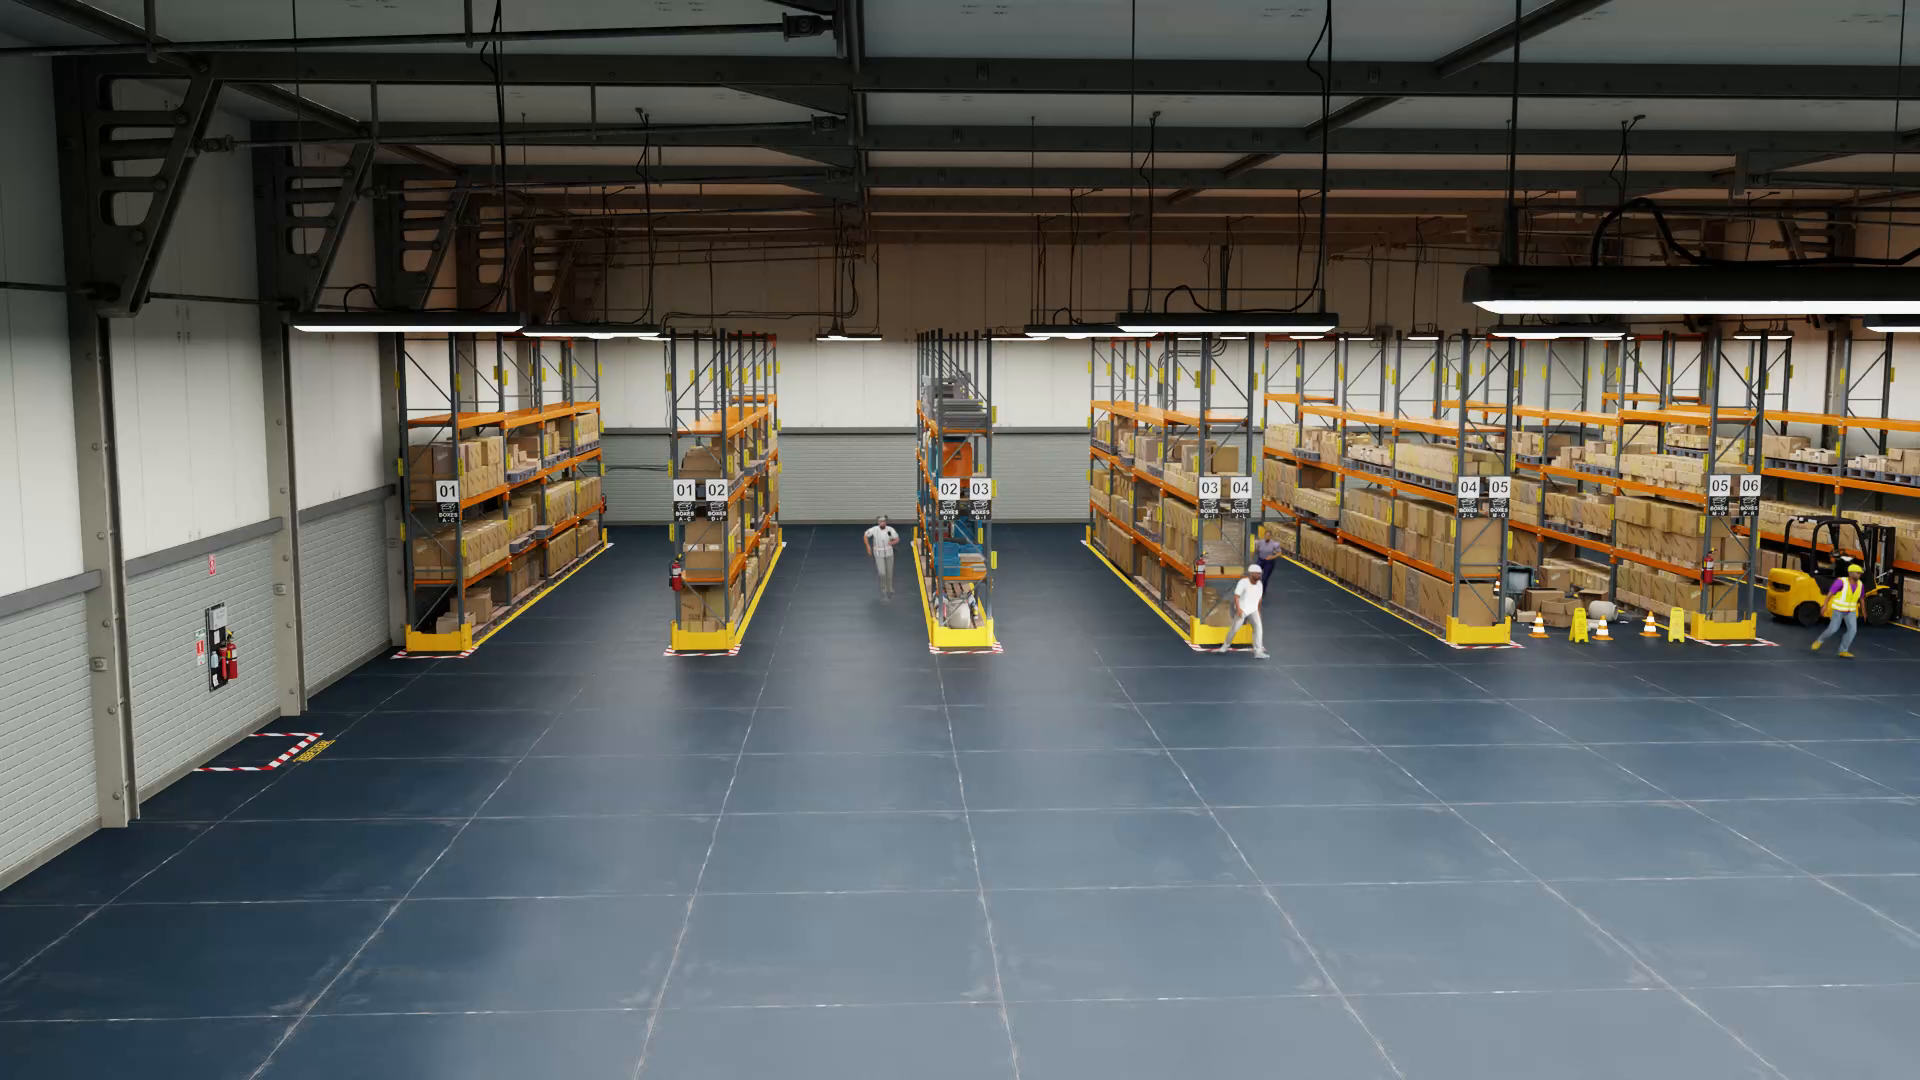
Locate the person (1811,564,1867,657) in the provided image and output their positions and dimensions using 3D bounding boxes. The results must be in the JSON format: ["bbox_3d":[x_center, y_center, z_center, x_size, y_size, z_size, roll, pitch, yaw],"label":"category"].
[{"bbox_3d":[16.189,1.271,30.611,0.777,1.709,0.753,-1,7,-9],"label":"person"}]

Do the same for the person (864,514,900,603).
[{"bbox_3d":[-1.668,0.377,35.779,0.762,1.894,0.704,-1,7,-10],"label":"person"}]

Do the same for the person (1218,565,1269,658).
[{"bbox_3d":[5.232,1.291,30.445,0.717,1.702,0.990,-4,8,-30],"label":"person"}]

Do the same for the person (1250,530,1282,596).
[{"bbox_3d":[6.900,0.543,37.789,0.843,1.561,0.549,3,7,25],"label":"person"}]
